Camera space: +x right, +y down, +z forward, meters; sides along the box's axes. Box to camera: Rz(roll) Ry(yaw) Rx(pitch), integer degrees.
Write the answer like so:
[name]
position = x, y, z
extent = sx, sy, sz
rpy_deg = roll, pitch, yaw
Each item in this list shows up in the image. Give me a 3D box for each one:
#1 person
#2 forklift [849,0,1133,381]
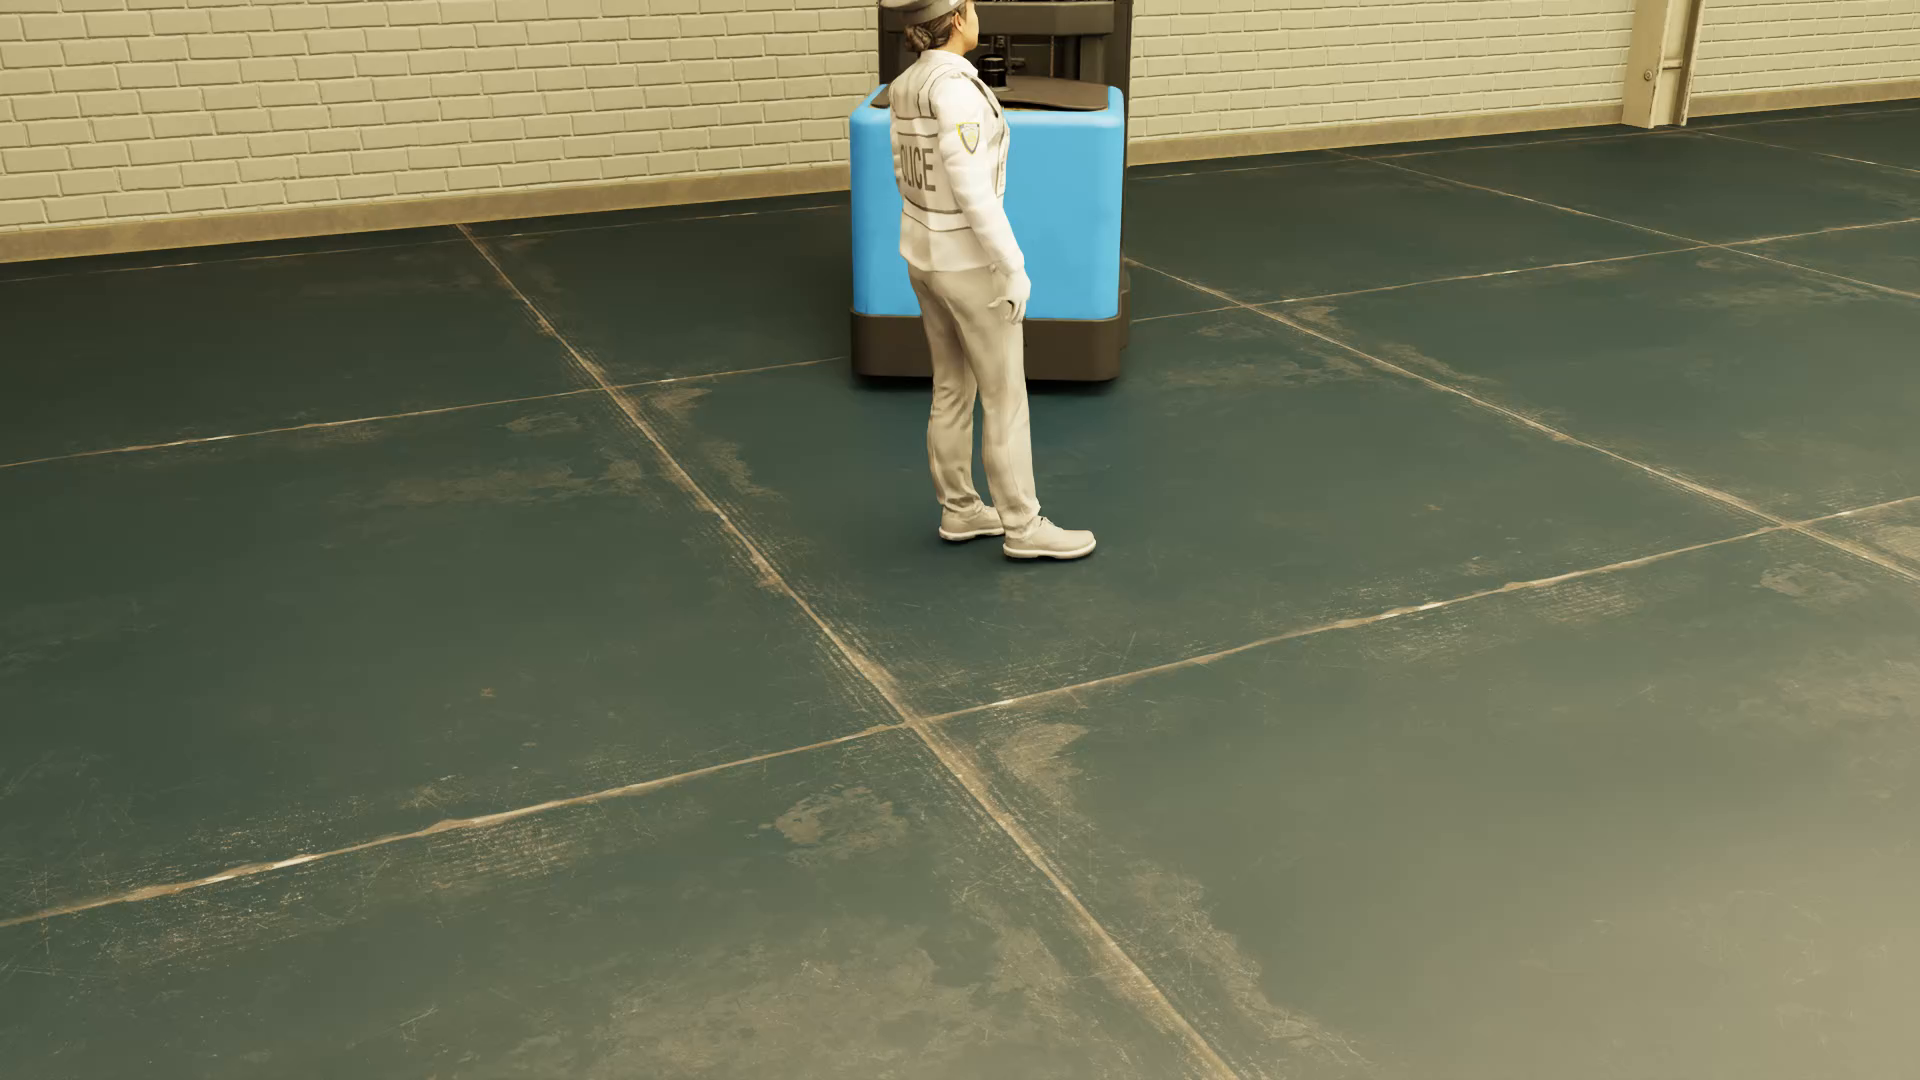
[person]
position = 0.063, -0.798, 4.800
extent = 0.533, 1.696, 0.588
rpy_deg = -10, 25, -23
[forklift]
position = 0.213, -2.489, 7.278
extent = 1.130, 2.935, 3.031
rpy_deg = 2, 23, 4
